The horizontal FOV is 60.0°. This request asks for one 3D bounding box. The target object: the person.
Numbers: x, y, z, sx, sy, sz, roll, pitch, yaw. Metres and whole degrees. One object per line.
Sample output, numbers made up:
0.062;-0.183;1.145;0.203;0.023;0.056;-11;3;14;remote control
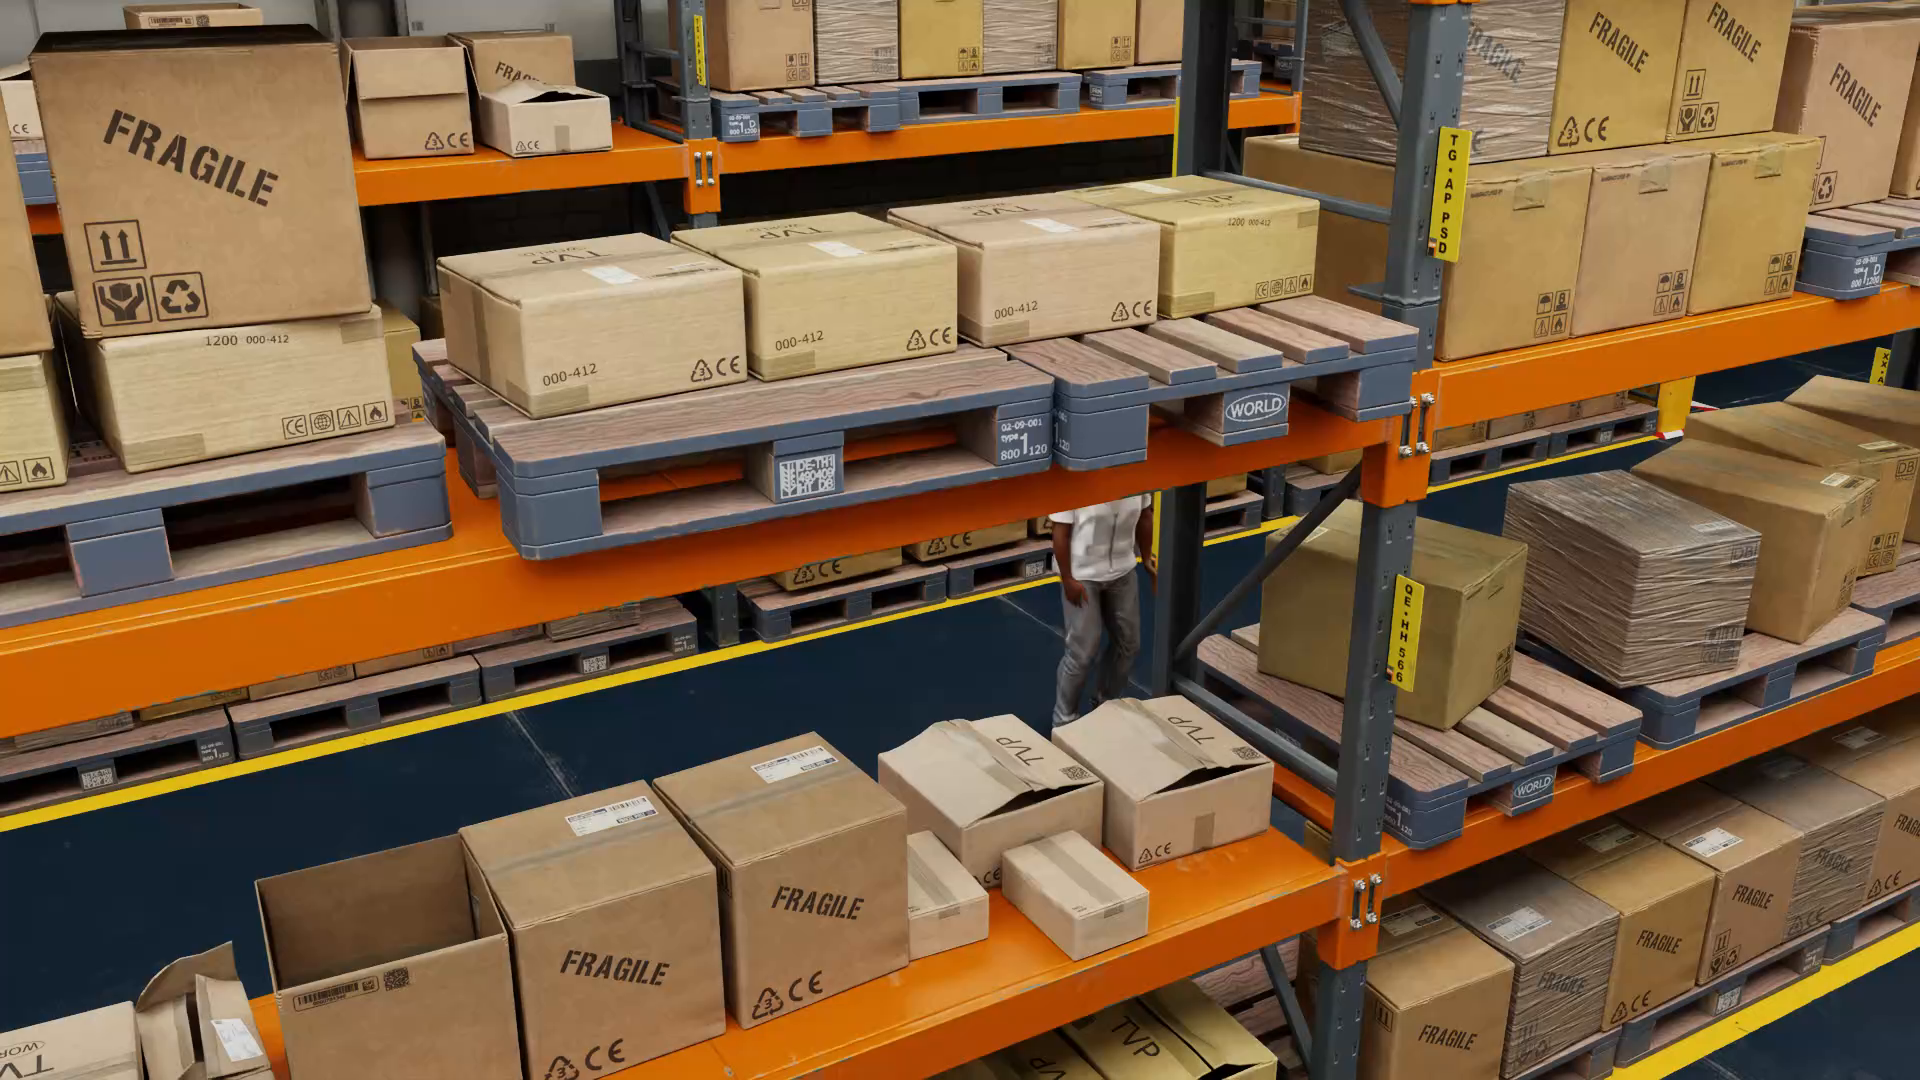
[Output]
0.709;0.164;8.189;0.584;1.732;0.422;-12;24;-27;person
